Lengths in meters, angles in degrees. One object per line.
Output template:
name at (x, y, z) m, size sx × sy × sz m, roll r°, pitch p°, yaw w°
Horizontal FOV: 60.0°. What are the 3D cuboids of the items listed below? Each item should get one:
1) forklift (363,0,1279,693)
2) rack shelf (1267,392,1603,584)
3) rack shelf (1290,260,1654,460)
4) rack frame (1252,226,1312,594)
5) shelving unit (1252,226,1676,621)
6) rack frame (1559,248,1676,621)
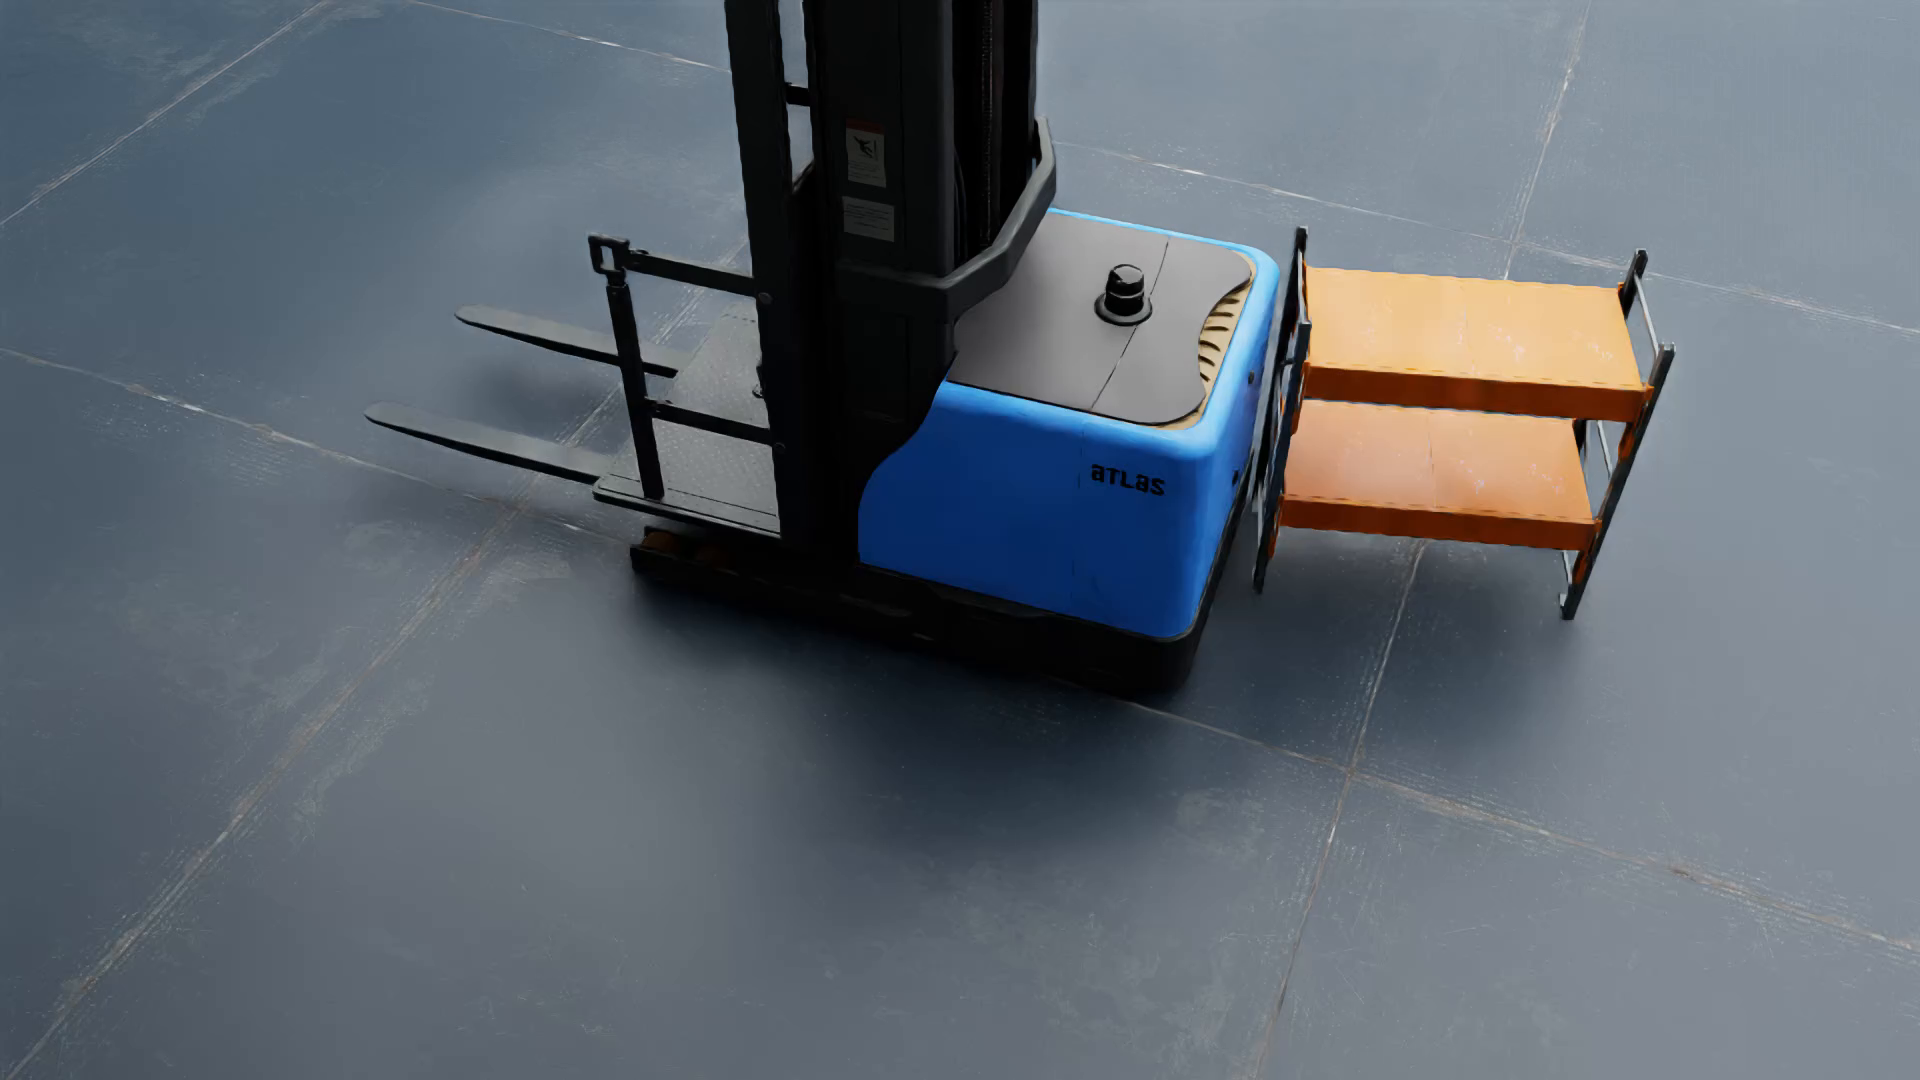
forklift at (-0.575, -1.194, 4.872) m, size 3.031 × 2.935 × 1.130 m, roll 14°, pitch 47°, yaw 14°
rack shelf at (1.531, -0.179, 5.479) m, size 1.000 × 0.278 × 0.538 m, roll 5°, pitch 45°, yaw 5°
rack shelf at (1.531, -0.560, 5.100) m, size 1.000 × 0.278 × 0.538 m, roll 5°, pitch 45°, yaw 5°
rack frame at (1.026, -0.395, 5.349) m, size 0.032 × 1.125 × 0.500 m, roll 5°, pitch 45°, yaw 5°
shelving unit at (1.531, -0.352, 5.306) m, size 1.048 × 1.125 × 0.538 m, roll 5°, pitch 45°, yaw 5°
rack frame at (2.036, -0.309, 5.263) m, size 0.032 × 1.125 × 0.500 m, roll 5°, pitch 45°, yaw 5°
